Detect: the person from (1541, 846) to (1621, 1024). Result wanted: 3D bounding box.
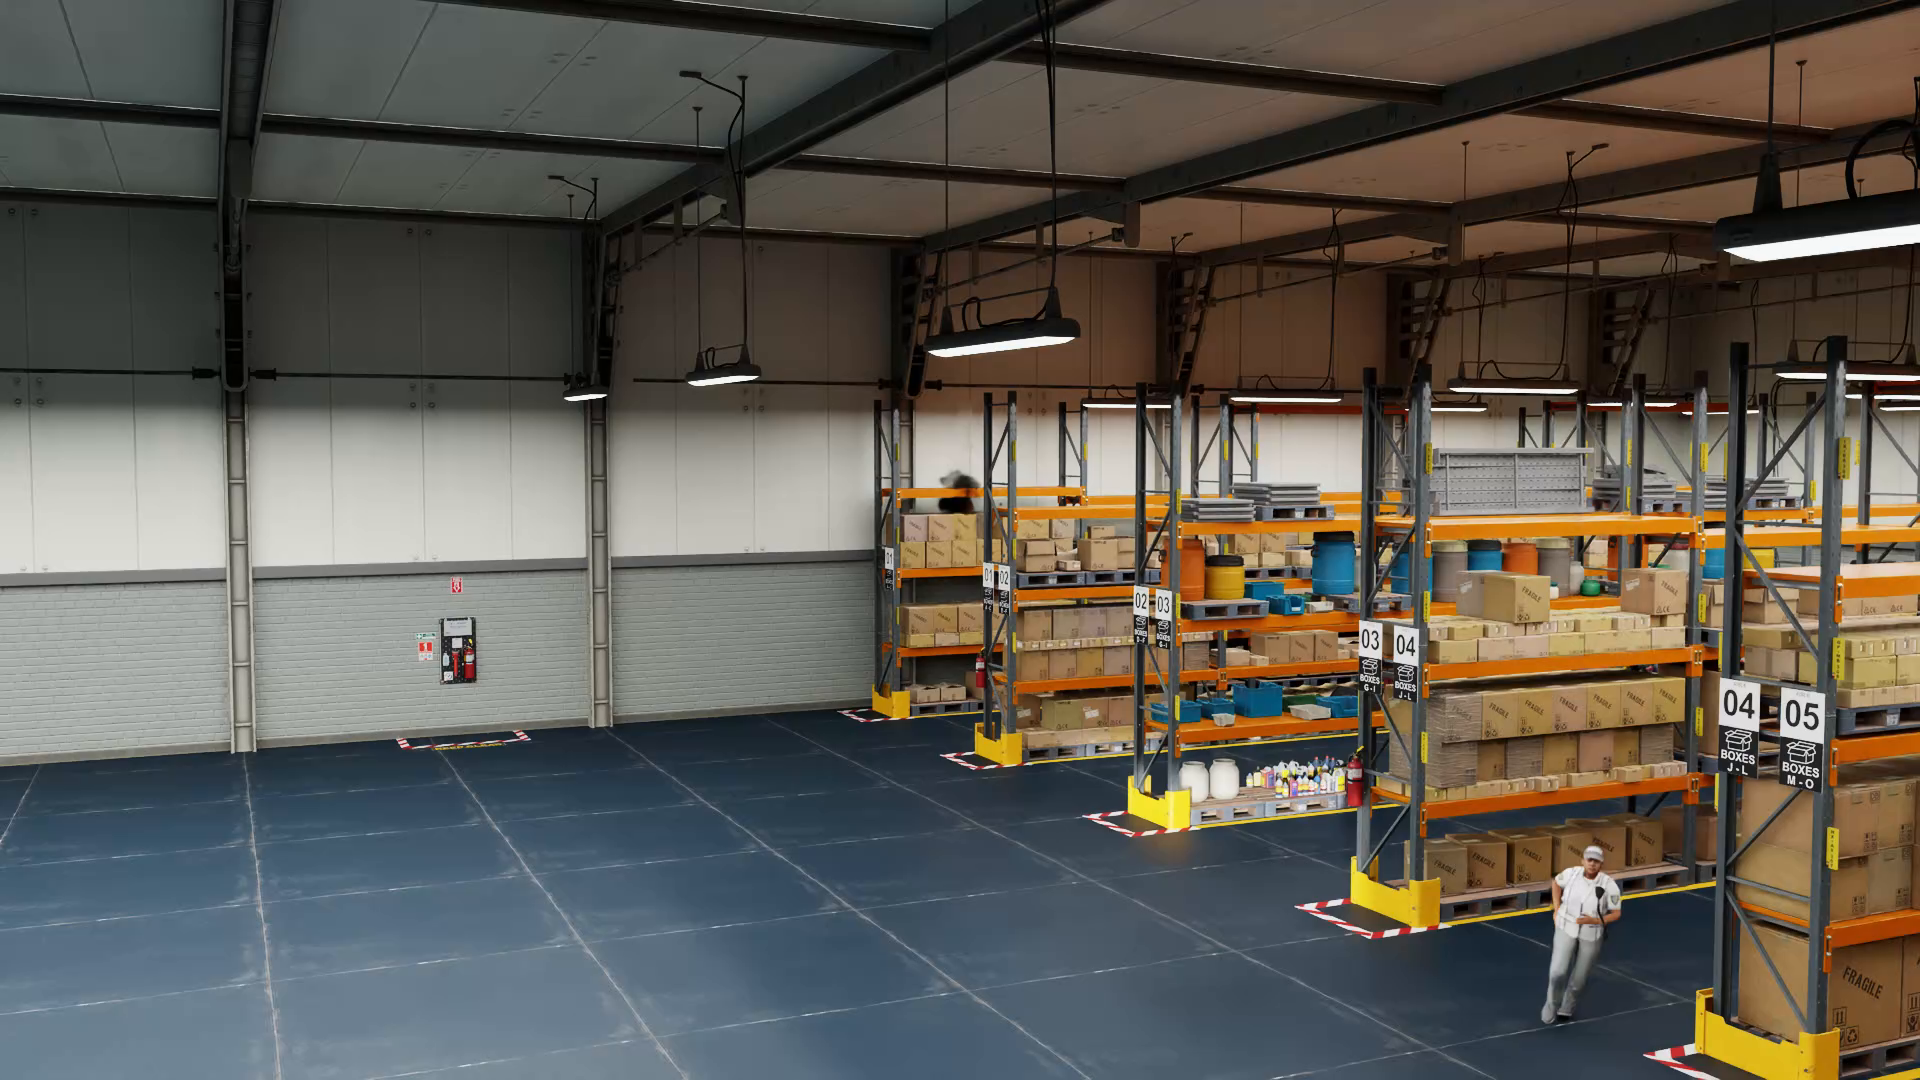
[{"bbox_3d":[5.499,3.490,14.711,0.647,1.631,0.625,1,4,23],"label":"person"}]
